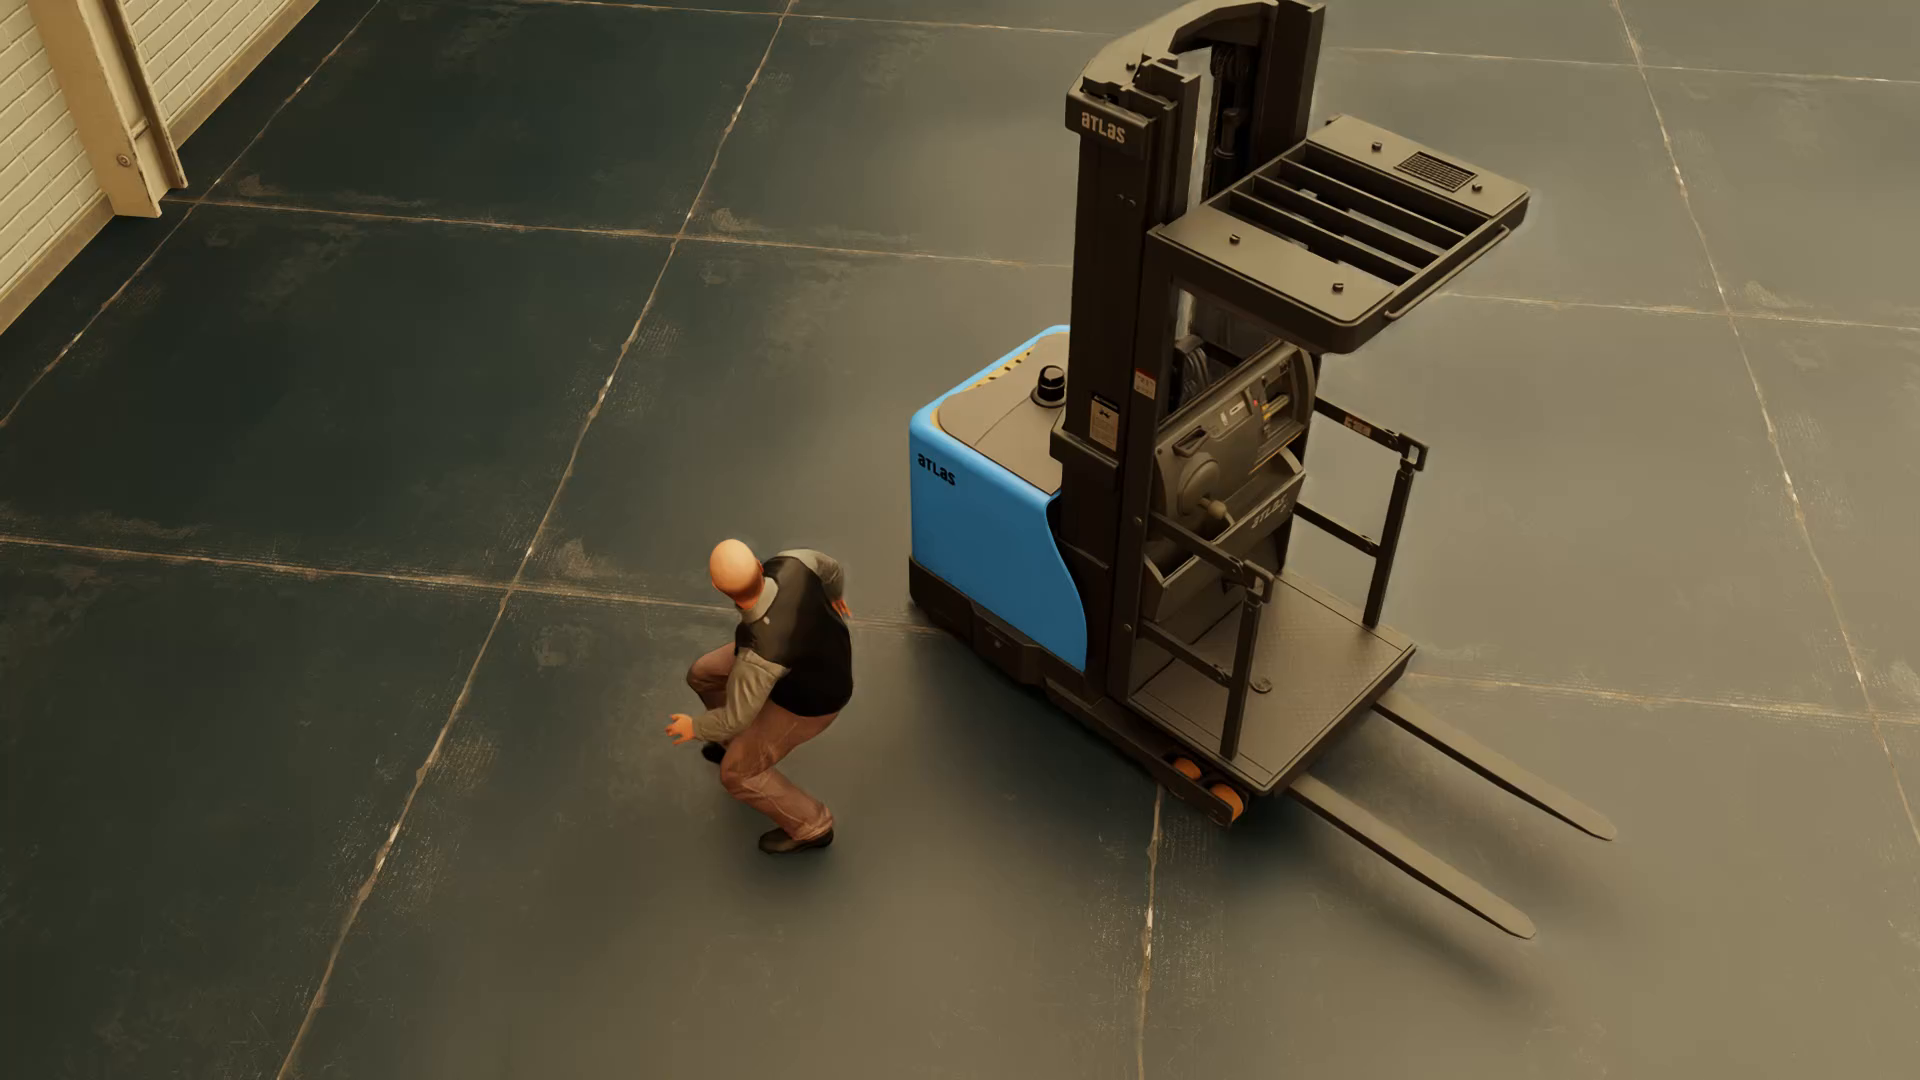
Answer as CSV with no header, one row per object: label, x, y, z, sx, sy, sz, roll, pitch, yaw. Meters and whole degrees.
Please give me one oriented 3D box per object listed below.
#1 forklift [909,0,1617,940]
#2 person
forklift,1.186,-0.344,6.098,3.031,2.935,1.130,33,52,31
person,-0.756,0.502,6.264,0.704,1.507,0.759,-1,43,-1
